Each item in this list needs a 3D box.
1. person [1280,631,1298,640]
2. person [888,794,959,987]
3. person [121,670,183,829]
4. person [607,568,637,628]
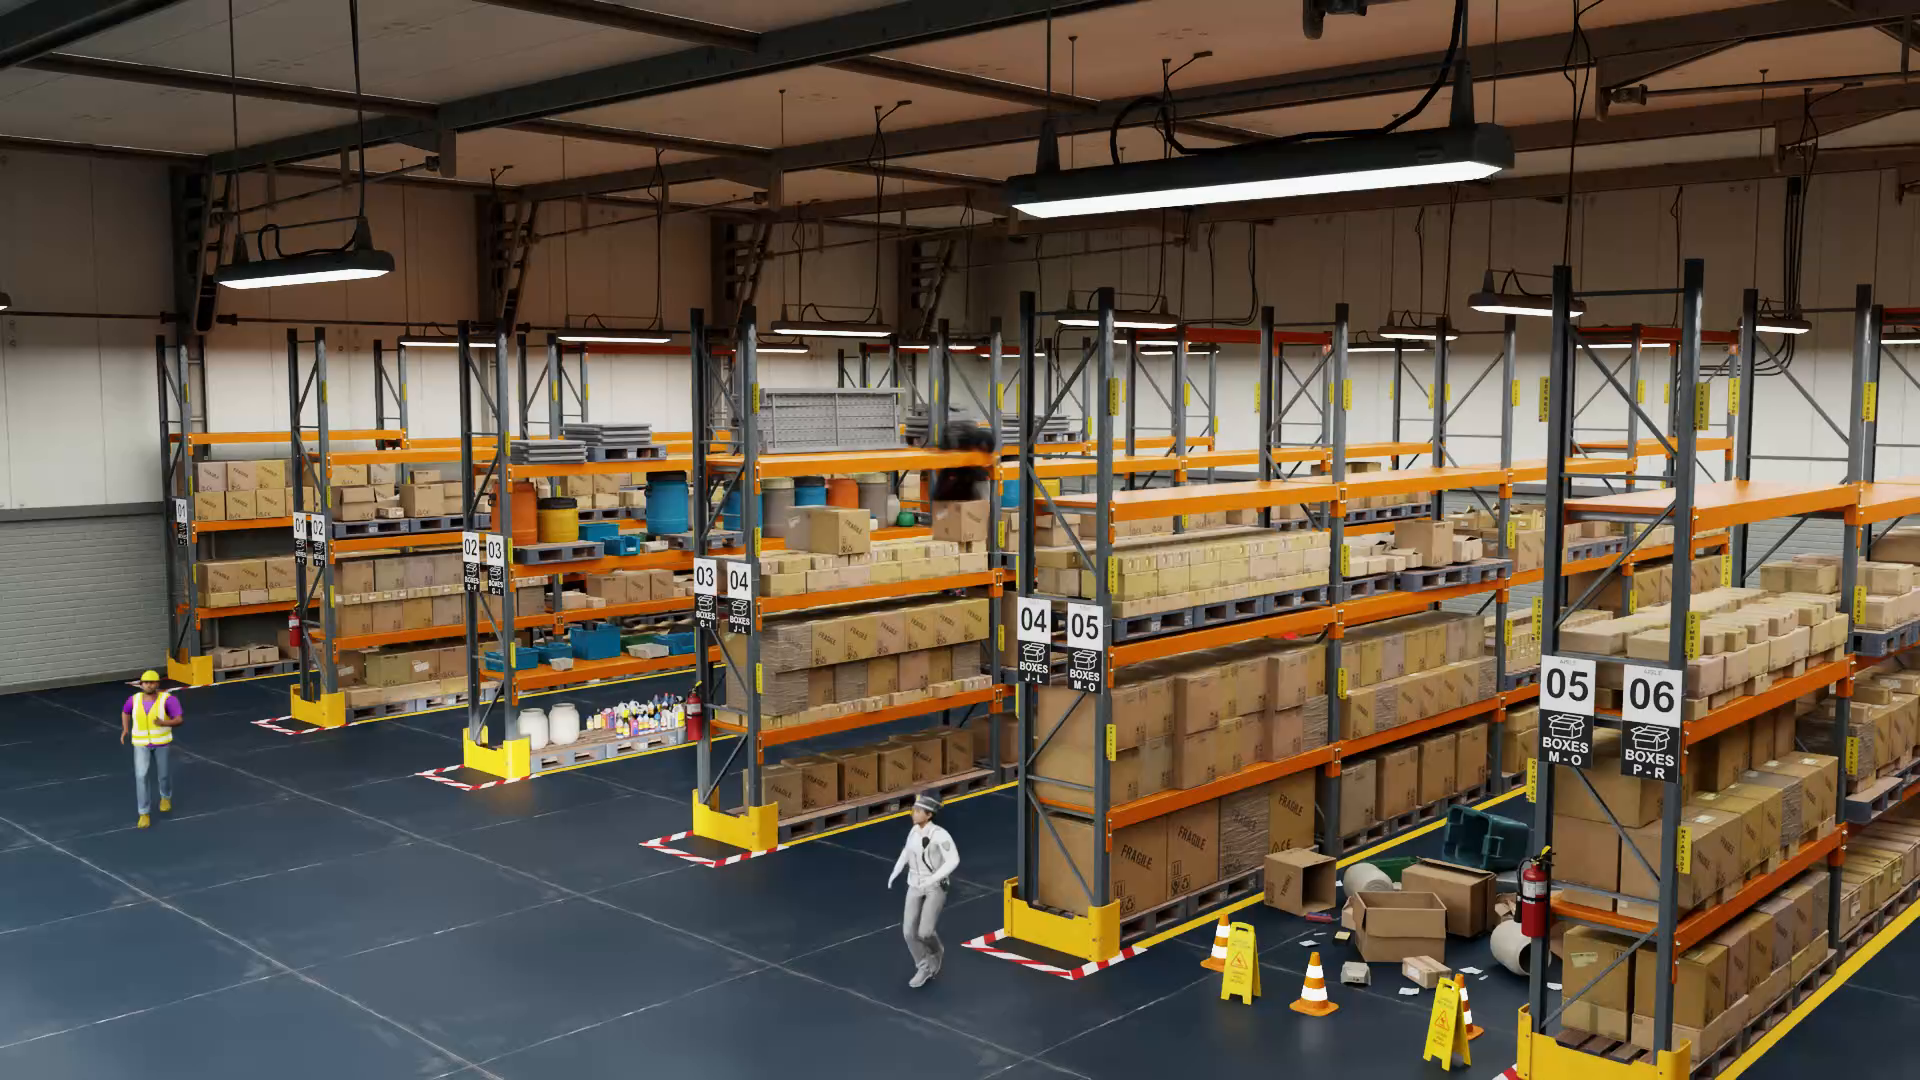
[{"bbox_3d":[4.162,2.074,21.165,0.631,1.856,0.737,5,7,44],"label":"person"},{"bbox_3d":[-0.331,3.013,14.392,0.753,1.665,0.498,4,6,33],"label":"person"},{"bbox_3d":[-9.525,2.418,19.611,0.683,1.783,0.917,-2,6,-19],"label":"person"},{"bbox_3d":[-6.653,1.201,32.542,0.655,1.771,0.892,5,7,43],"label":"person"}]
